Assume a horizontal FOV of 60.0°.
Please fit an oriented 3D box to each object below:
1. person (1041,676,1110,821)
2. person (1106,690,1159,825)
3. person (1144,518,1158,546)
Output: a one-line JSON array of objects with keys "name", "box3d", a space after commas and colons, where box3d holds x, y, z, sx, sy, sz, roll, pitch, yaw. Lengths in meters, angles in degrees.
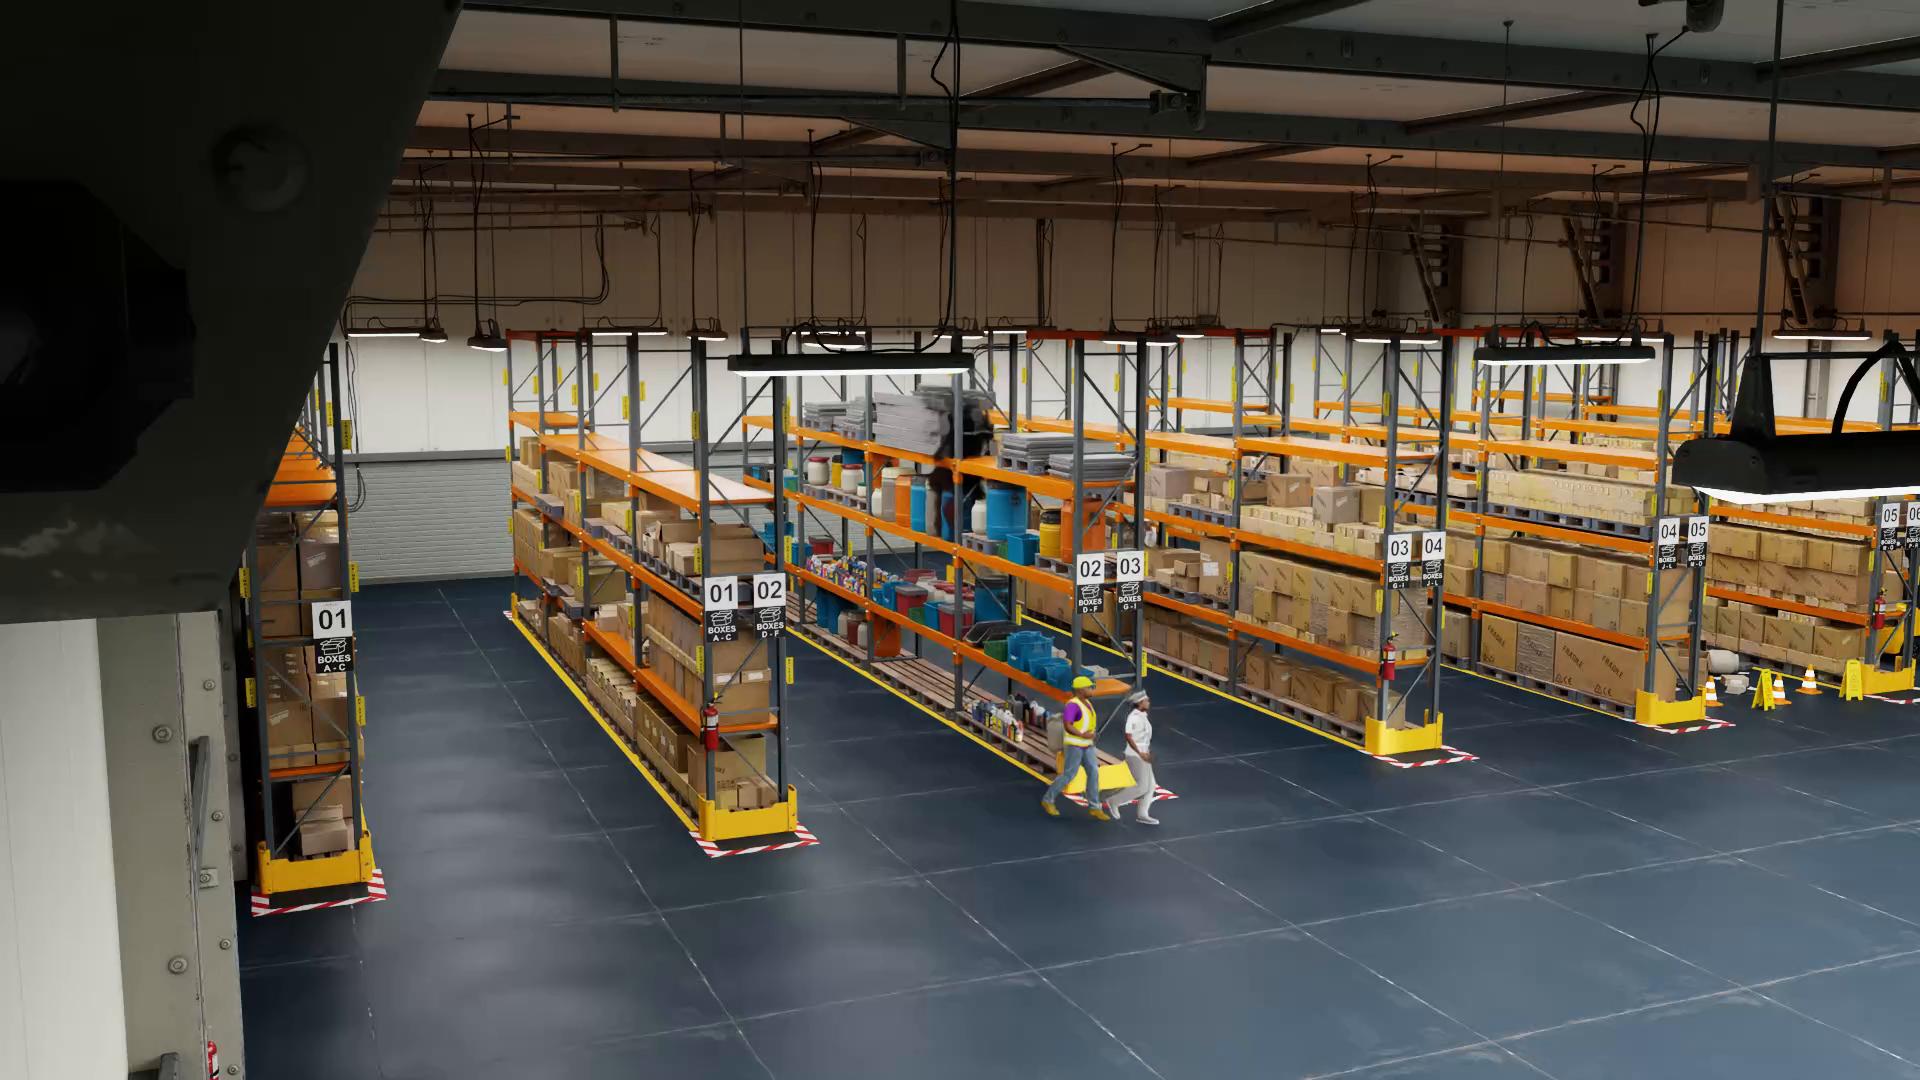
[{"name": "person", "box3d": [1.541, 2.598, 20.957, 0.905, 1.760, 0.765, 4, 9, 29]}, {"name": "person", "box3d": [2.197, 2.693, 20.840, 0.656, 1.636, 0.652, 2, 8, 13]}, {"name": "person", "box3d": [4.256, 0.360, 37.584, 0.707, 1.839, 0.738, -3, 8, -21]}]
